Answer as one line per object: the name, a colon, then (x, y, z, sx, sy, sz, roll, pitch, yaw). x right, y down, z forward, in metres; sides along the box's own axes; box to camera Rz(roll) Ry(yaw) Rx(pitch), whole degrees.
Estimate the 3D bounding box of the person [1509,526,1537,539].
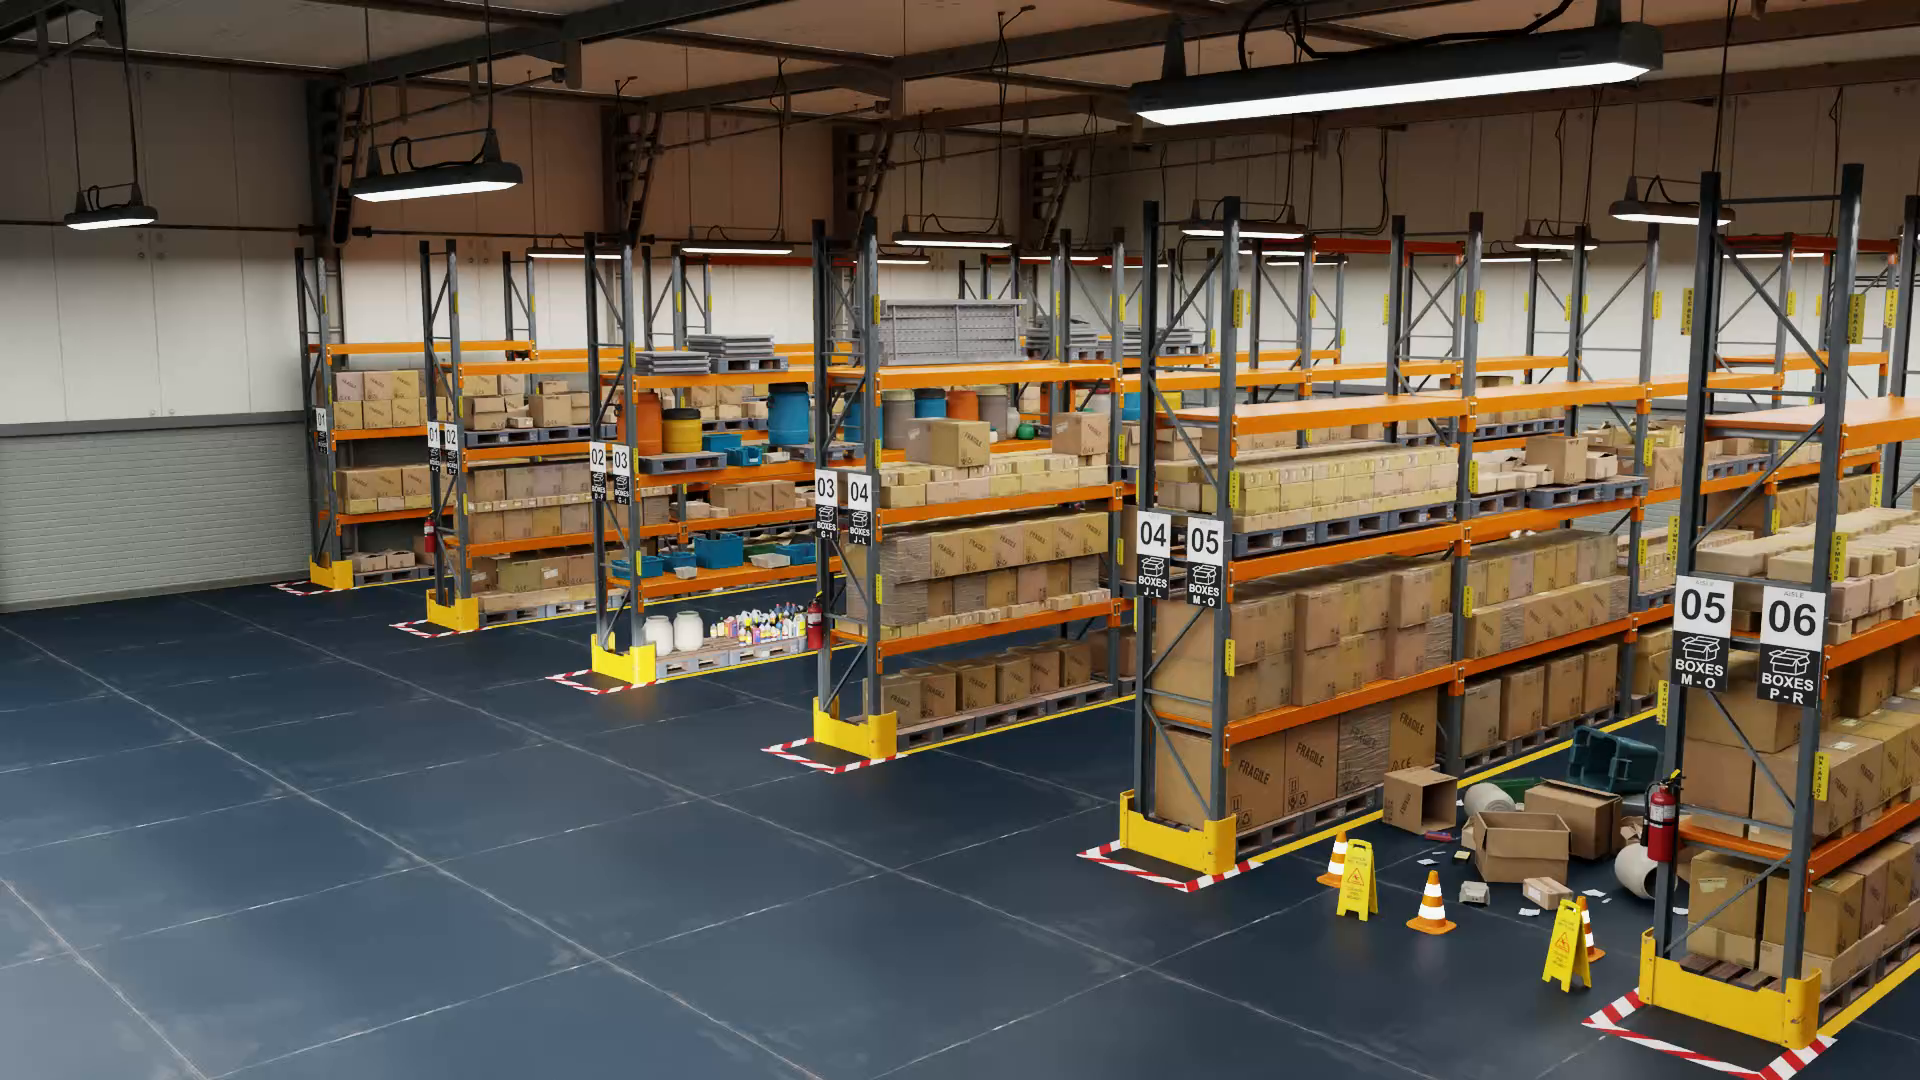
person: (8.669, 0.536, 25.680, 0.661, 1.851, 0.835, 7, 11, 38)
